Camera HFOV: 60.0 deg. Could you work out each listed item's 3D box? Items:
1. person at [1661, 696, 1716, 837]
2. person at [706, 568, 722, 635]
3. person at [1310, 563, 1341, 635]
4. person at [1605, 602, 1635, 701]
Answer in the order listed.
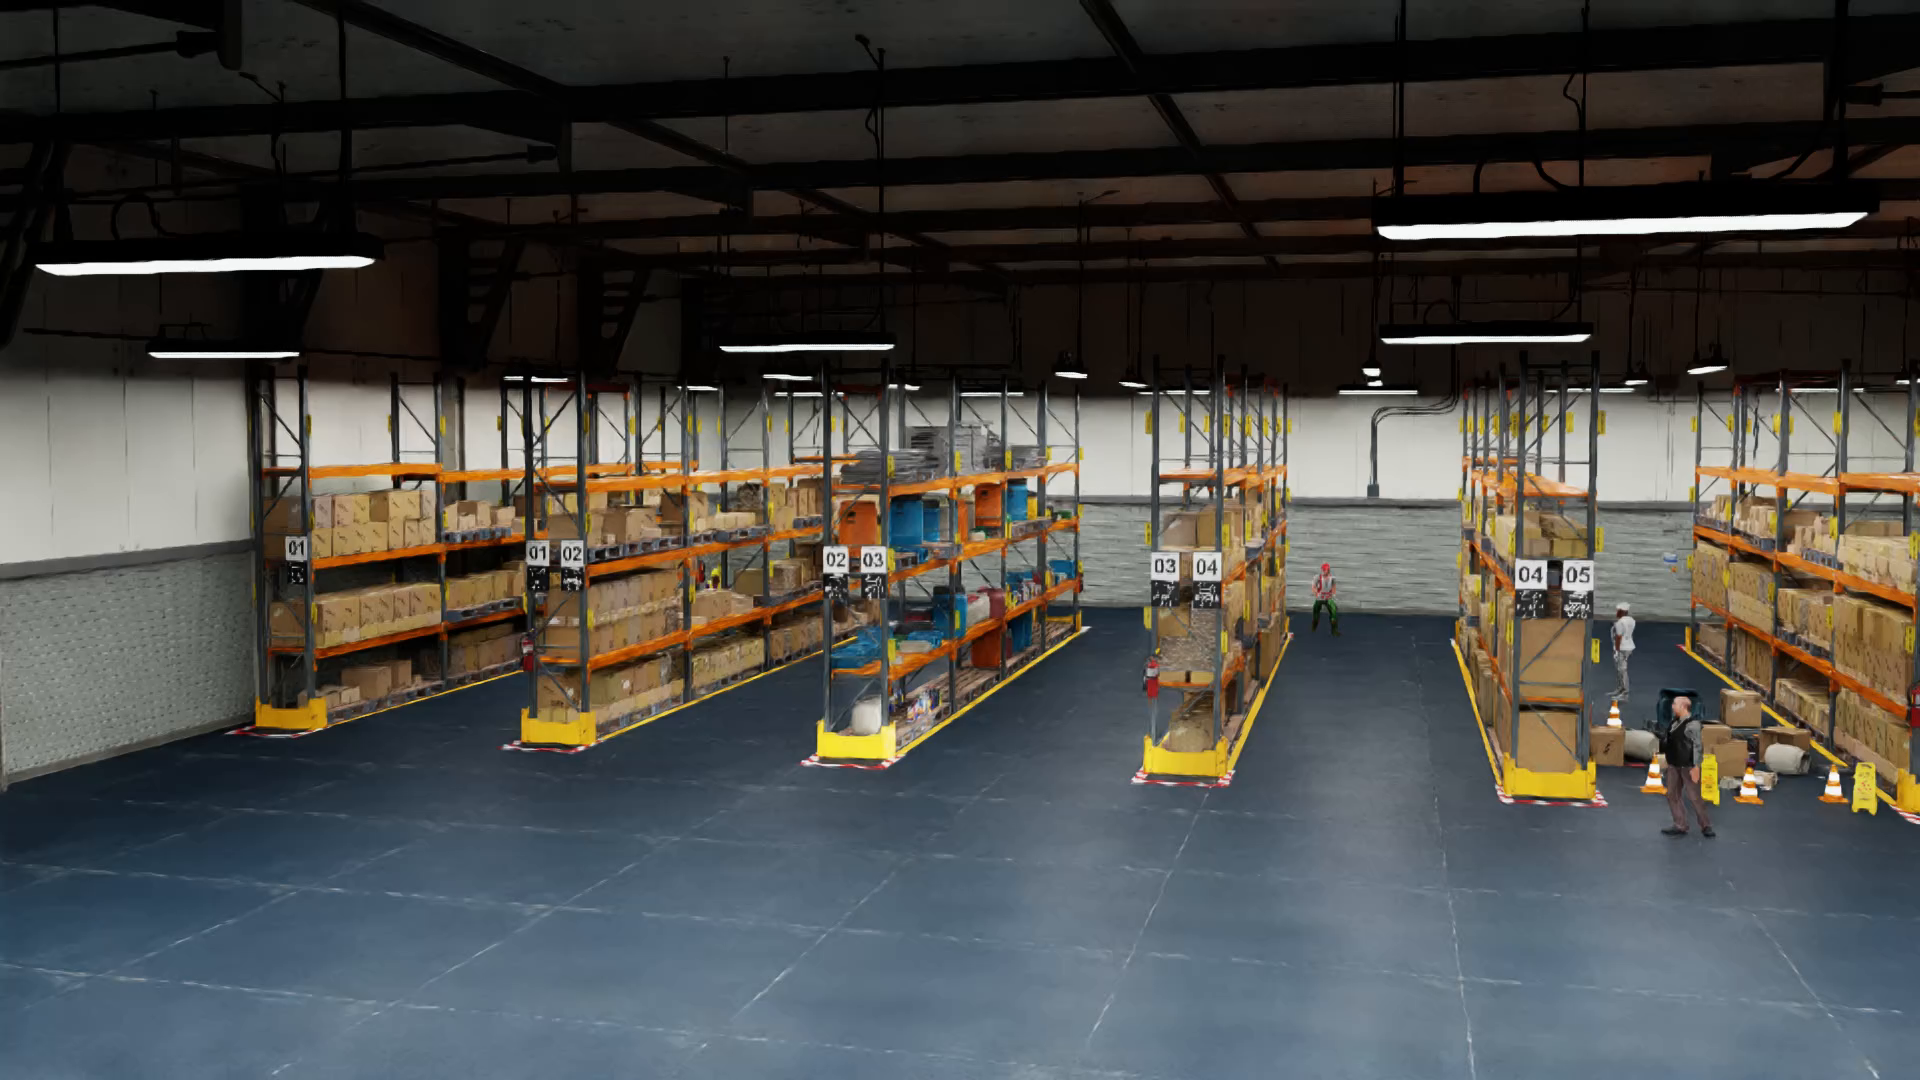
[{"bbox_3d":[8.900,2.756,20.302,0.536,1.713,0.628,-1,4,-13],"label":"person"},{"bbox_3d":[-5.647,1.488,38.569,0.577,1.691,1.121,1,4,16],"label":"person"},{"bbox_3d":[8.707,1.393,39.747,0.686,1.716,0.838,0,4,-2],"label":"person"},{"bbox_3d":[11.997,2.009,30.272,0.498,1.779,0.612,4,5,43],"label":"person"}]
